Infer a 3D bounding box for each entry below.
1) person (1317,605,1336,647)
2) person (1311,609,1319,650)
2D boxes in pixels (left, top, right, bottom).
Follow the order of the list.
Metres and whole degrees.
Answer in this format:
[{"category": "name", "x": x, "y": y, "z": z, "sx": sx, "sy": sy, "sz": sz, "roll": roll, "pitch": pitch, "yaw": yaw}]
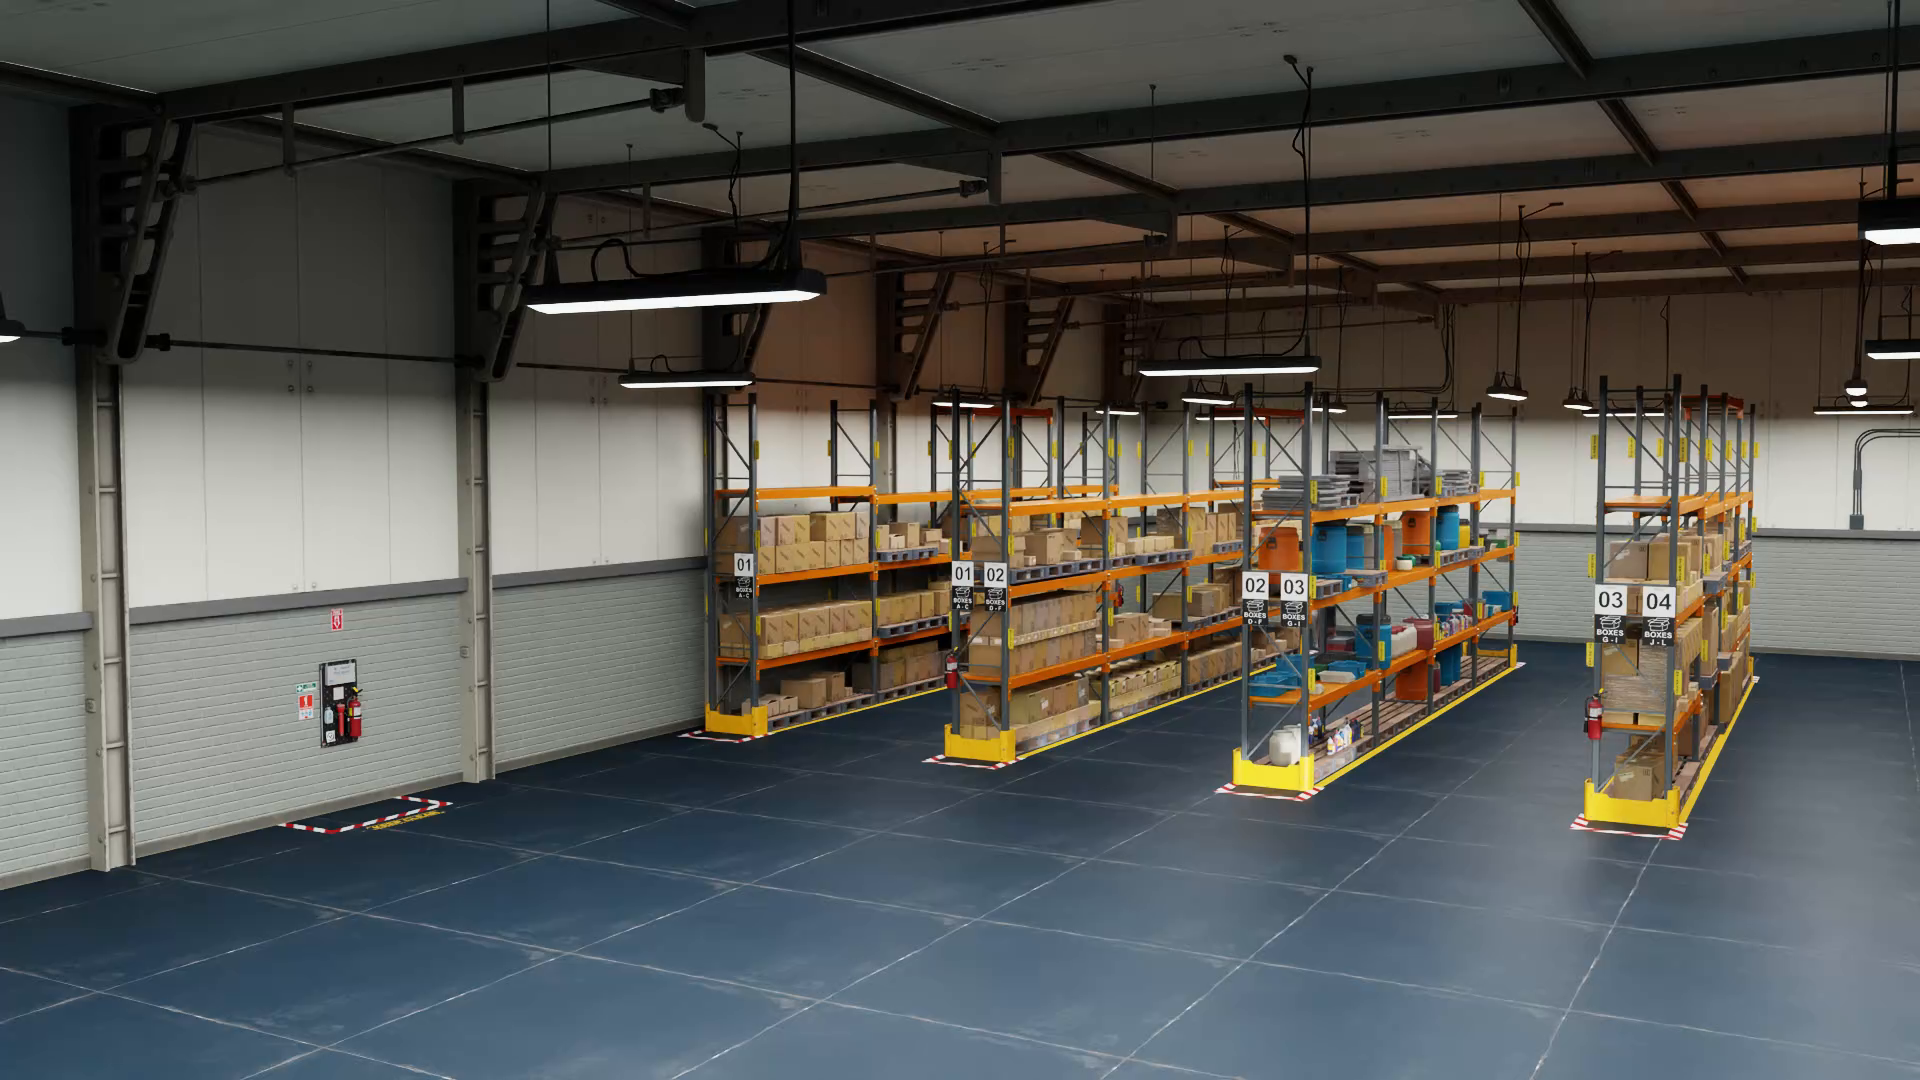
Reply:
[{"category": "person", "x": 8.404, "y": 2.071, "z": 38.228, "sx": 0.603, "sy": 1.735, "sz": 0.381, "roll": -3, "pitch": 4, "yaw": -44}, {"category": "person", "x": 8.979, "y": 1.914, "z": 41.832, "sx": 0.540, "sy": 1.646, "sz": 0.897, "roll": 1, "pitch": 3, "yaw": 26}]
